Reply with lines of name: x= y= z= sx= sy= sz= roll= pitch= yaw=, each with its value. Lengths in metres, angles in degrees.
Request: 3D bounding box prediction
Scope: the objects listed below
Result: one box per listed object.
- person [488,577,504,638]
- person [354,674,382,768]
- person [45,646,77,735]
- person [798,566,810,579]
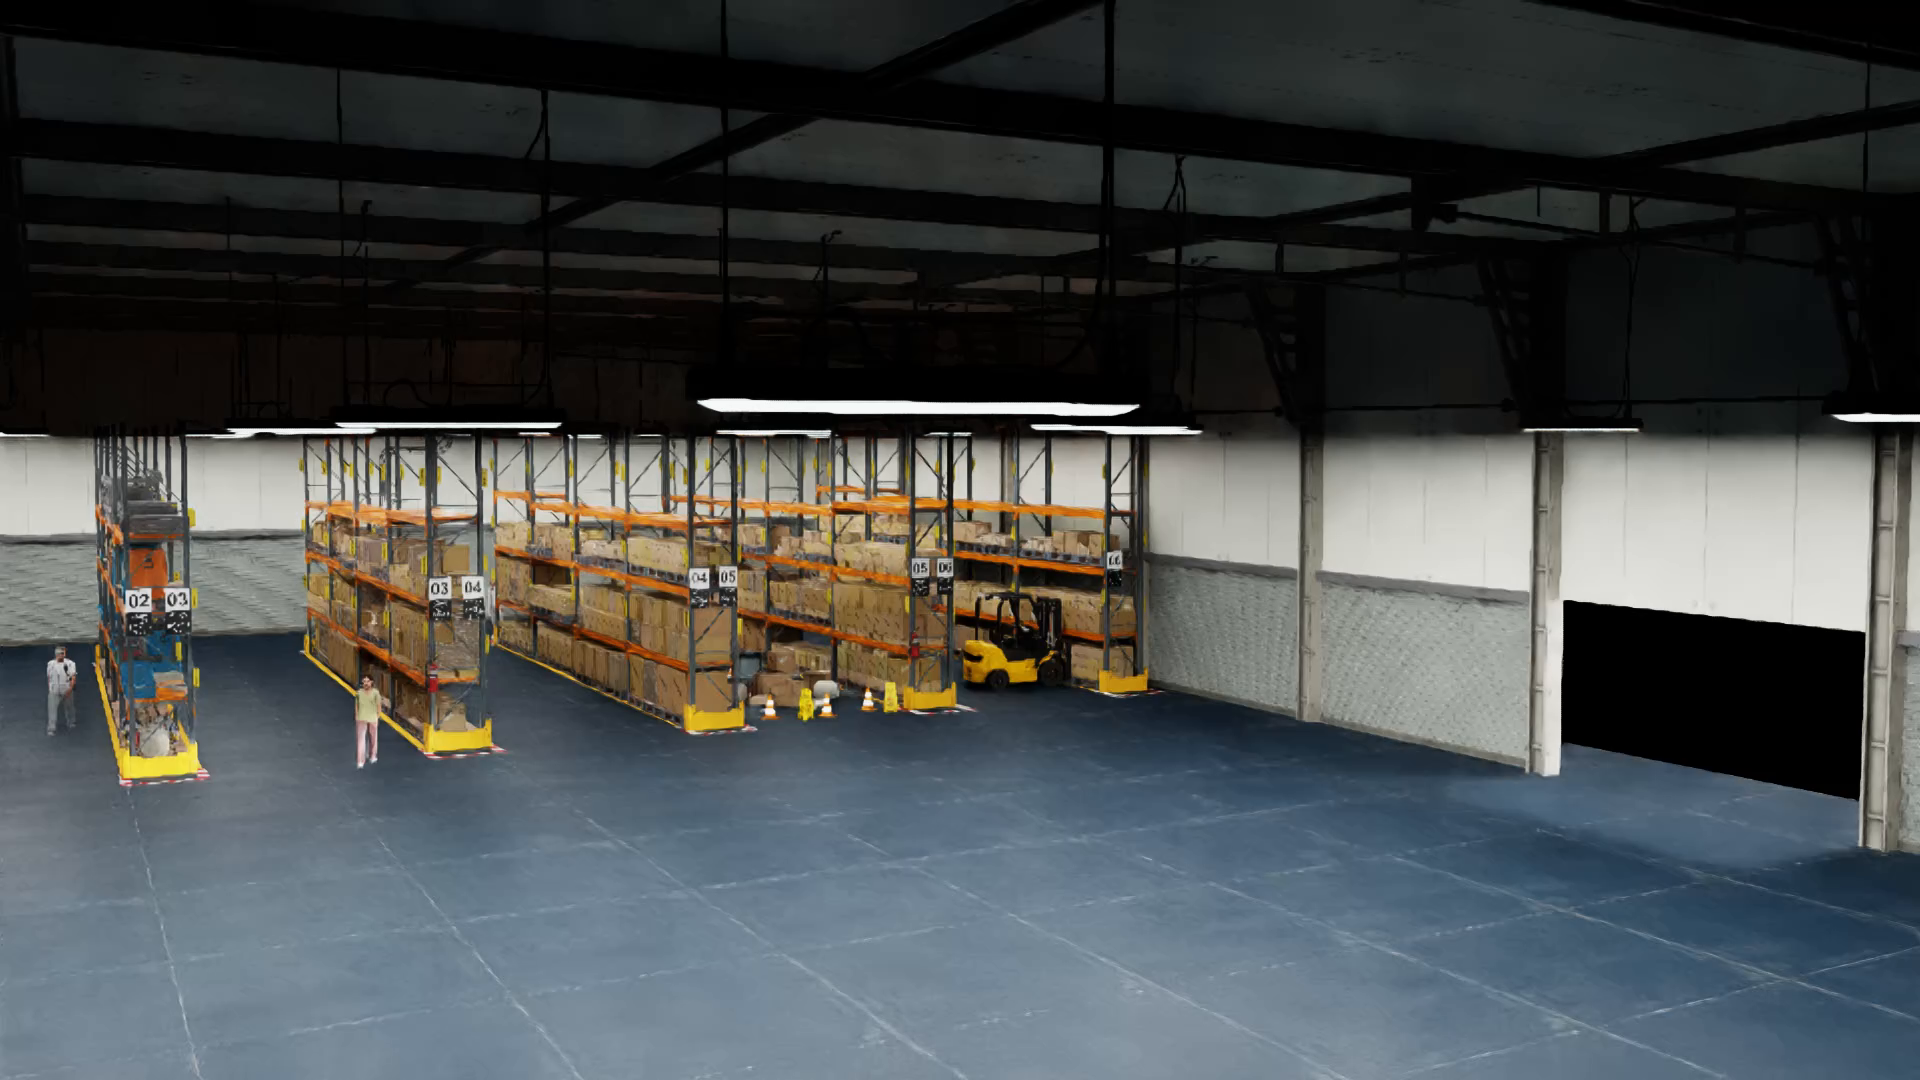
person: x=-13.337 y=1.894 z=47.995 sx=0.678 sy=1.701 sz=0.548 roll=2 pitch=4 yaw=24
person: x=-10.347 y=3.140 z=29.081 sx=0.448 sy=1.598 sz=1.006 roll=-1 pitch=4 yaw=-20
person: x=-17.462 y=2.892 z=32.325 sx=0.535 sy=1.705 sz=1.029 roll=-1 pitch=4 yaw=-19
person: x=-5.020 y=1.607 z=53.430 sx=0.604 sy=1.770 sz=0.768 roll=2 pitch=4 yaw=32
